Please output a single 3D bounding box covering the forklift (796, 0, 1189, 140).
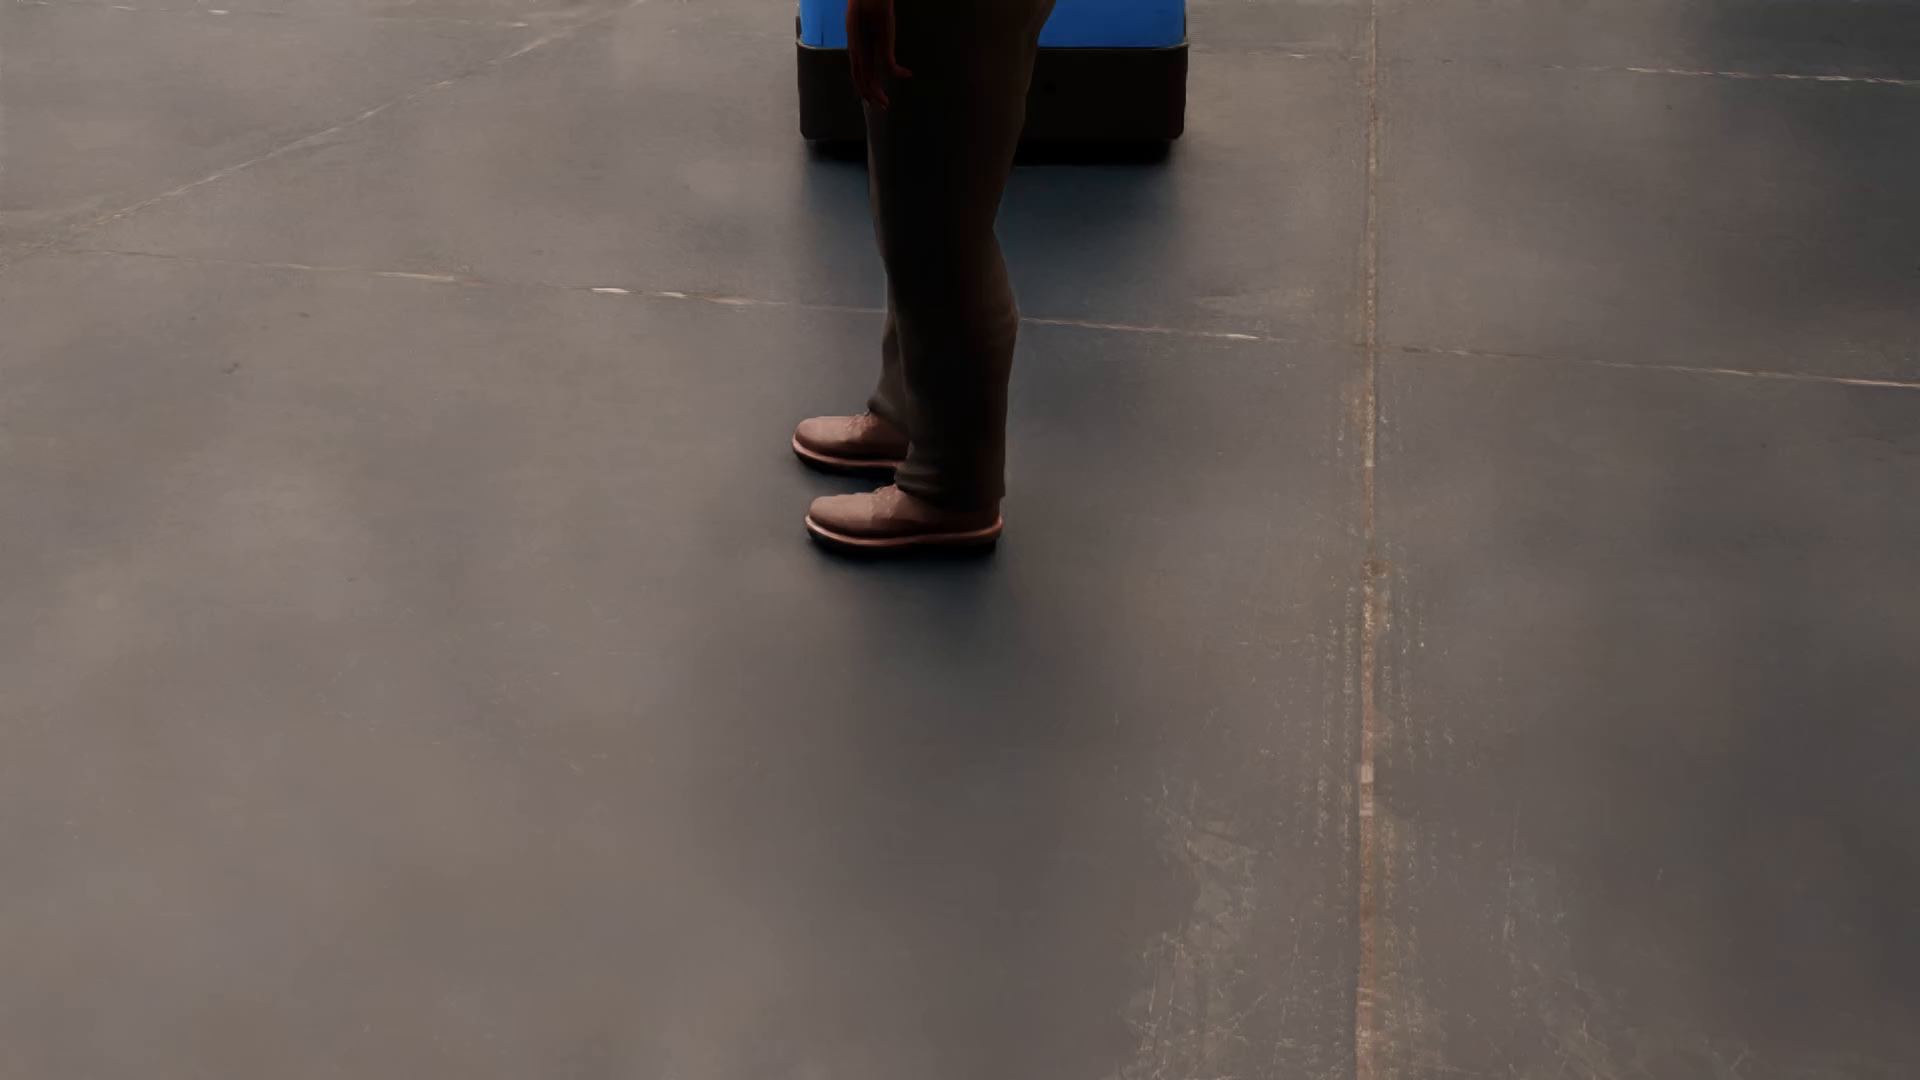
[{"bbox_3d":[0.095,-3.003,5.198,1.130,2.935,3.031,0,27,0],"label":"forklift"}]

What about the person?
[{"bbox_3d":[-0.081,-0.762,2.158,0.503,1.654,0.570,6,27,11],"label":"person"}]
